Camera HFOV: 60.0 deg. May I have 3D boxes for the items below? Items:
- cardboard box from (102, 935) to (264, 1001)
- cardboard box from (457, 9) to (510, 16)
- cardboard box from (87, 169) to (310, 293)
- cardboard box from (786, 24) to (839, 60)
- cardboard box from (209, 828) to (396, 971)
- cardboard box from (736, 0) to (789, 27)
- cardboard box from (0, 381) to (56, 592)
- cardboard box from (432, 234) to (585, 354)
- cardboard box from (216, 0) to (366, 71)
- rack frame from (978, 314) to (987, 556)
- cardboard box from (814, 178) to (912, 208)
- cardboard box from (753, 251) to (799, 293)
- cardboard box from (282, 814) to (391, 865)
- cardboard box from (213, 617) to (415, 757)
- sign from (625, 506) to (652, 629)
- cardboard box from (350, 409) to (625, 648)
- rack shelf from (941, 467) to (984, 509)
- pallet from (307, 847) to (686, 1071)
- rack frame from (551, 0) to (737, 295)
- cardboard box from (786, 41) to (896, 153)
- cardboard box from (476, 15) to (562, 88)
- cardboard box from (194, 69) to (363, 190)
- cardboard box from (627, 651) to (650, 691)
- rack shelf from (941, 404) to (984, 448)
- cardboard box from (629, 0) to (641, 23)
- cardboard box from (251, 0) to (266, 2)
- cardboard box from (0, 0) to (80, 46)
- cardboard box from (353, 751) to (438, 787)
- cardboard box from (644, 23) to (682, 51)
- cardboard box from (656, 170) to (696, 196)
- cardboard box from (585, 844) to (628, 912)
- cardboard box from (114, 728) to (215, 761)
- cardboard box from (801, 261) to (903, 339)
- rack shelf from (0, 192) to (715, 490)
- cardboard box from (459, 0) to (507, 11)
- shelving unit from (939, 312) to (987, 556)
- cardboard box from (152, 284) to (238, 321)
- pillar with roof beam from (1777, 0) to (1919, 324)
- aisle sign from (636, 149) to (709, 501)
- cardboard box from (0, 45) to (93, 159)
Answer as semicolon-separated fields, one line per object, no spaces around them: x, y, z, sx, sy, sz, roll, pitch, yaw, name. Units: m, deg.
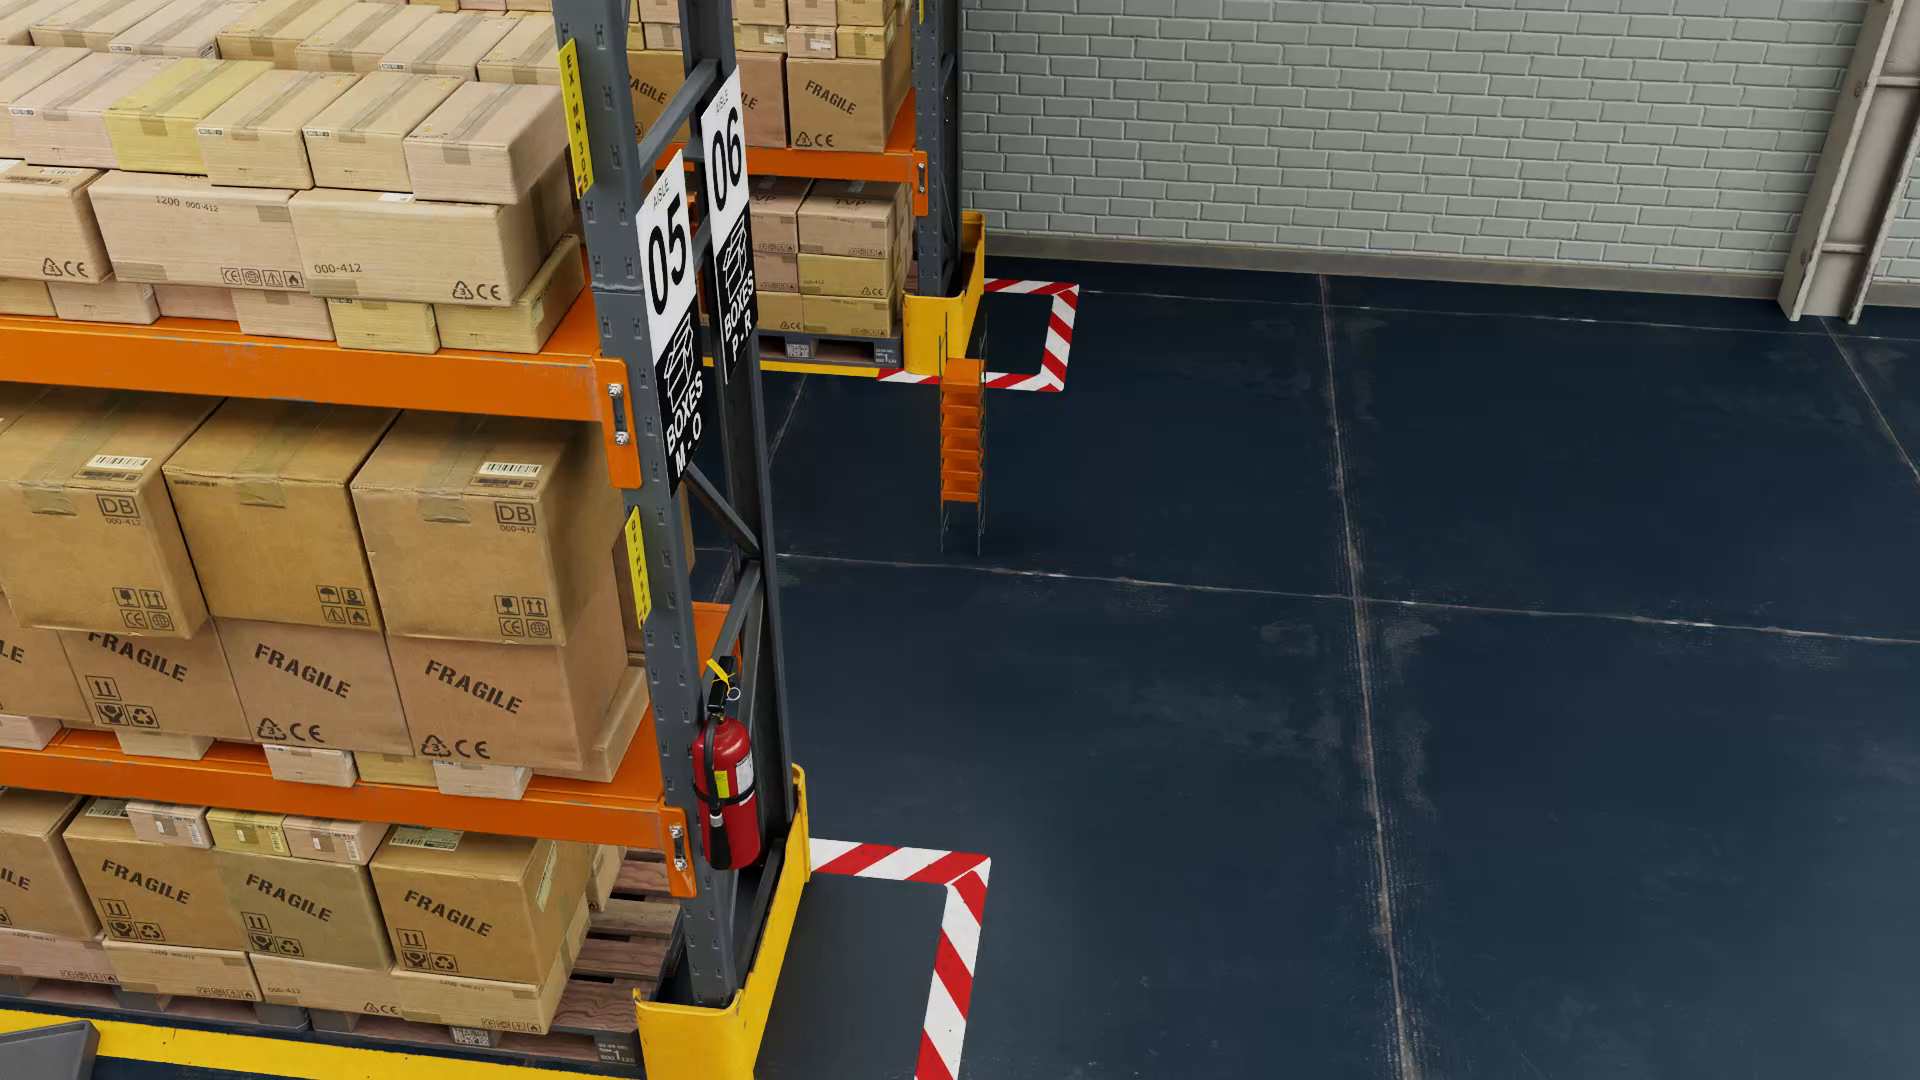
-2.608;1.320;5.824;0.500;0.250;0.500;3;36;4;cardboard box
-2.530;-2.819;8.974;0.250;0.149;0.380;3;36;4;cardboard box
-1.779;-0.854;4.156;0.500;0.250;0.500;4;36;5;cardboard box
-0.748;-2.676;8.773;0.250;0.149;0.380;5;36;7;cardboard box
-2.085;1.052;5.553;0.500;0.500;0.500;6;36;8;cardboard box
-1.005;-2.840;8.747;0.250;0.149;0.380;5;36;7;cardboard box
-2.771;-0.263;4.833;0.500;0.500;0.700;4;36;6;cardboard box
-1.129;-0.629;4.183;0.250;0.149;0.380;4;36;6;cardboard box
-1.798;-1.357;4.517;0.250;0.149;0.380;4;36;6;cardboard box
0.105;-0.481;7.890;0.006;1.200;0.240;4;36;6;rack frame
-0.564;-2.109;9.767;0.500;0.250;0.500;4;36;5;cardboard box
-1.130;-1.660;9.568;0.500;0.250;0.500;4;36;5;cardboard box
-1.940;0.837;5.297;0.250;0.149;0.380;5;36;7;cardboard box
-1.809;0.272;4.944;0.500;0.500;0.500;4;36;6;cardboard box
-0.830;0.073;4.296;0.005;0.325;0.100;4;36;6;sign
-1.274;-0.126;4.641;0.500;0.500;0.700;3;36;5;cardboard box
0.014;-0.256;8.065;0.180;0.103;0.258;4;36;6;rack shelf
-1.616;1.404;6.101;1.213;0.211;1.003;4;36;6;pallet
-0.740;-2.087;3.428;0.127;3.000;1.000;4;36;6;rack frame
-0.633;-2.431;8.988;0.500;0.500;0.500;4;36;5;cardboard box
-1.066;-1.232;4.342;0.250;0.149;0.380;4;36;6;cardboard box
-1.619;-0.993;4.006;0.250;0.149;0.380;4;36;5;cardboard box
-1.050;0.313;5.446;0.250;0.149;0.380;4;36;6;cardboard box
0.014;-0.549;7.856;0.180;0.103;0.258;4;36;6;rack shelf
-1.772;-2.873;8.793;0.250;0.149;0.380;5;36;7;cardboard box
-3.800;-3.032;9.016;0.250;0.149;0.380;5;36;7;cardboard box
-2.571;-1.363;4.525;0.250;0.149;0.380;5;36;7;cardboard box
-1.655;0.567;5.090;0.250;0.149;0.380;4;36;5;cardboard box
-1.513;-2.748;8.874;0.250;0.149;0.380;3;36;4;cardboard box
-1.616;-1.884;9.453;0.500;0.250;0.500;5;36;7;cardboard box
-1.504;1.084;6.154;0.500;0.250;0.500;4;36;6;cardboard box
-2.415;0.499;5.185;0.250;0.149;0.380;4;36;5;cardboard box
-0.617;-1.410;9.648;0.500;0.250;0.500;5;36;6;cardboard box
-2.723;-0.721;4.715;4.000;0.370;1.077;4;36;6;rack shelf
-2.512;-2.983;8.947;0.250;0.149;0.380;4;36;6;cardboard box
0.014;-0.487;7.900;0.189;1.200;0.258;4;36;6;shelving unit
-1.882;-0.725;4.318;0.250;0.149;0.380;5;36;6;cardboard box
4.716;-2.593;4.138;0.400;9.000;9.100;4;36;6;pillar with roof beam
-0.715;-0.531;4.175;0.004;0.787;0.394;4;36;6;aisle sign
-2.362;-1.098;4.154;0.250;0.149;0.380;3;36;5;cardboard box
